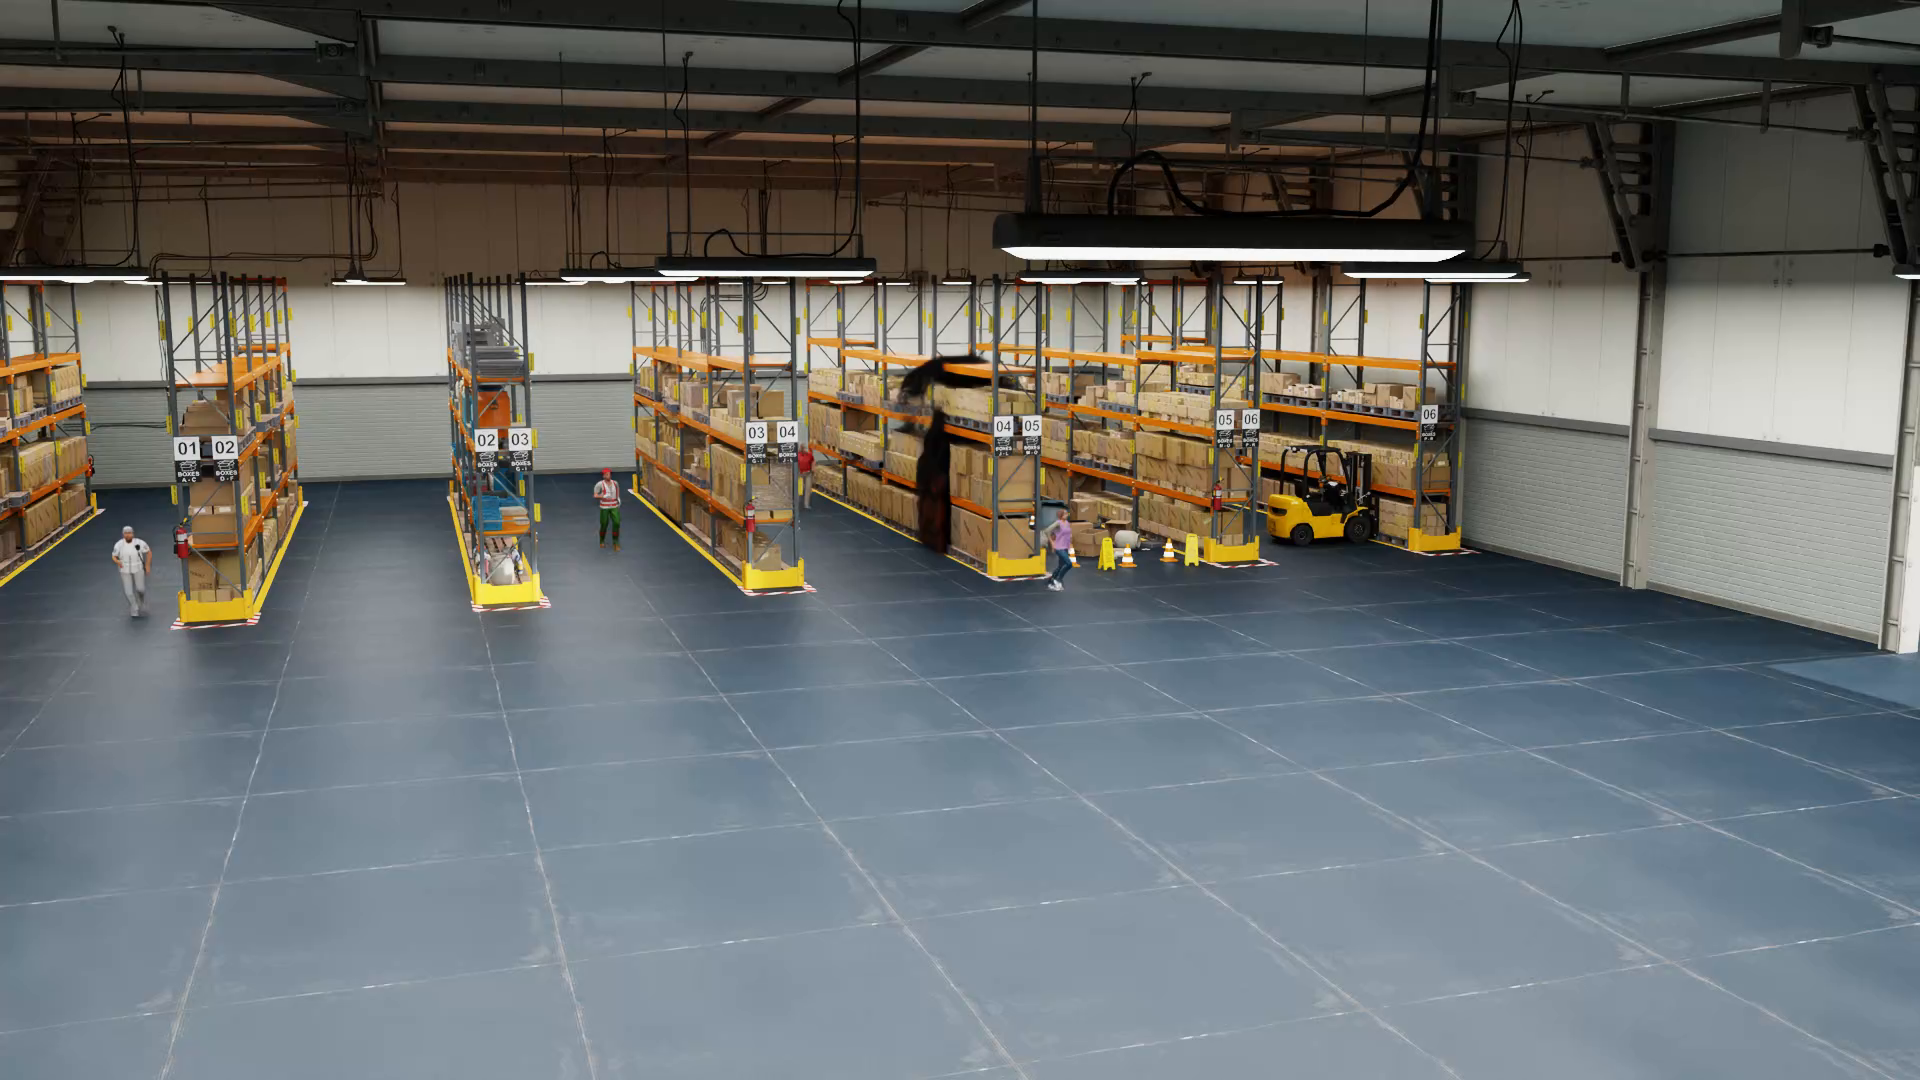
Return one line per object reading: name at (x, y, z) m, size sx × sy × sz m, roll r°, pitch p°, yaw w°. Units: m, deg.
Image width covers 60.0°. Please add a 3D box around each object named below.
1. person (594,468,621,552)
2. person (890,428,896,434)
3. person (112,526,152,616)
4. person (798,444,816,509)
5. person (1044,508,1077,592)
person at (-7.732, -0.665, 36.518) m, size 0.681 × 1.853 × 0.795 m, roll -5°, pitch 10°, yaw -32°
person at (-1.957, -2.403, 48.281) m, size 0.565 × 1.678 × 0.937 m, roll -3°, pitch 9°, yaw -16°
person at (-14.486, 0.553, 29.103) m, size 0.617 × 1.608 × 0.623 m, roll -3°, pitch 9°, yaw -20°
person at (-4.078, -1.682, 43.622) m, size 0.678 × 1.692 × 0.917 m, roll -3°, pitch 9°, yaw -17°
person at (1.942, 0.187, 31.550) m, size 0.634 × 1.579 × 0.515 m, roll 5°, pitch 10°, yaw 31°
